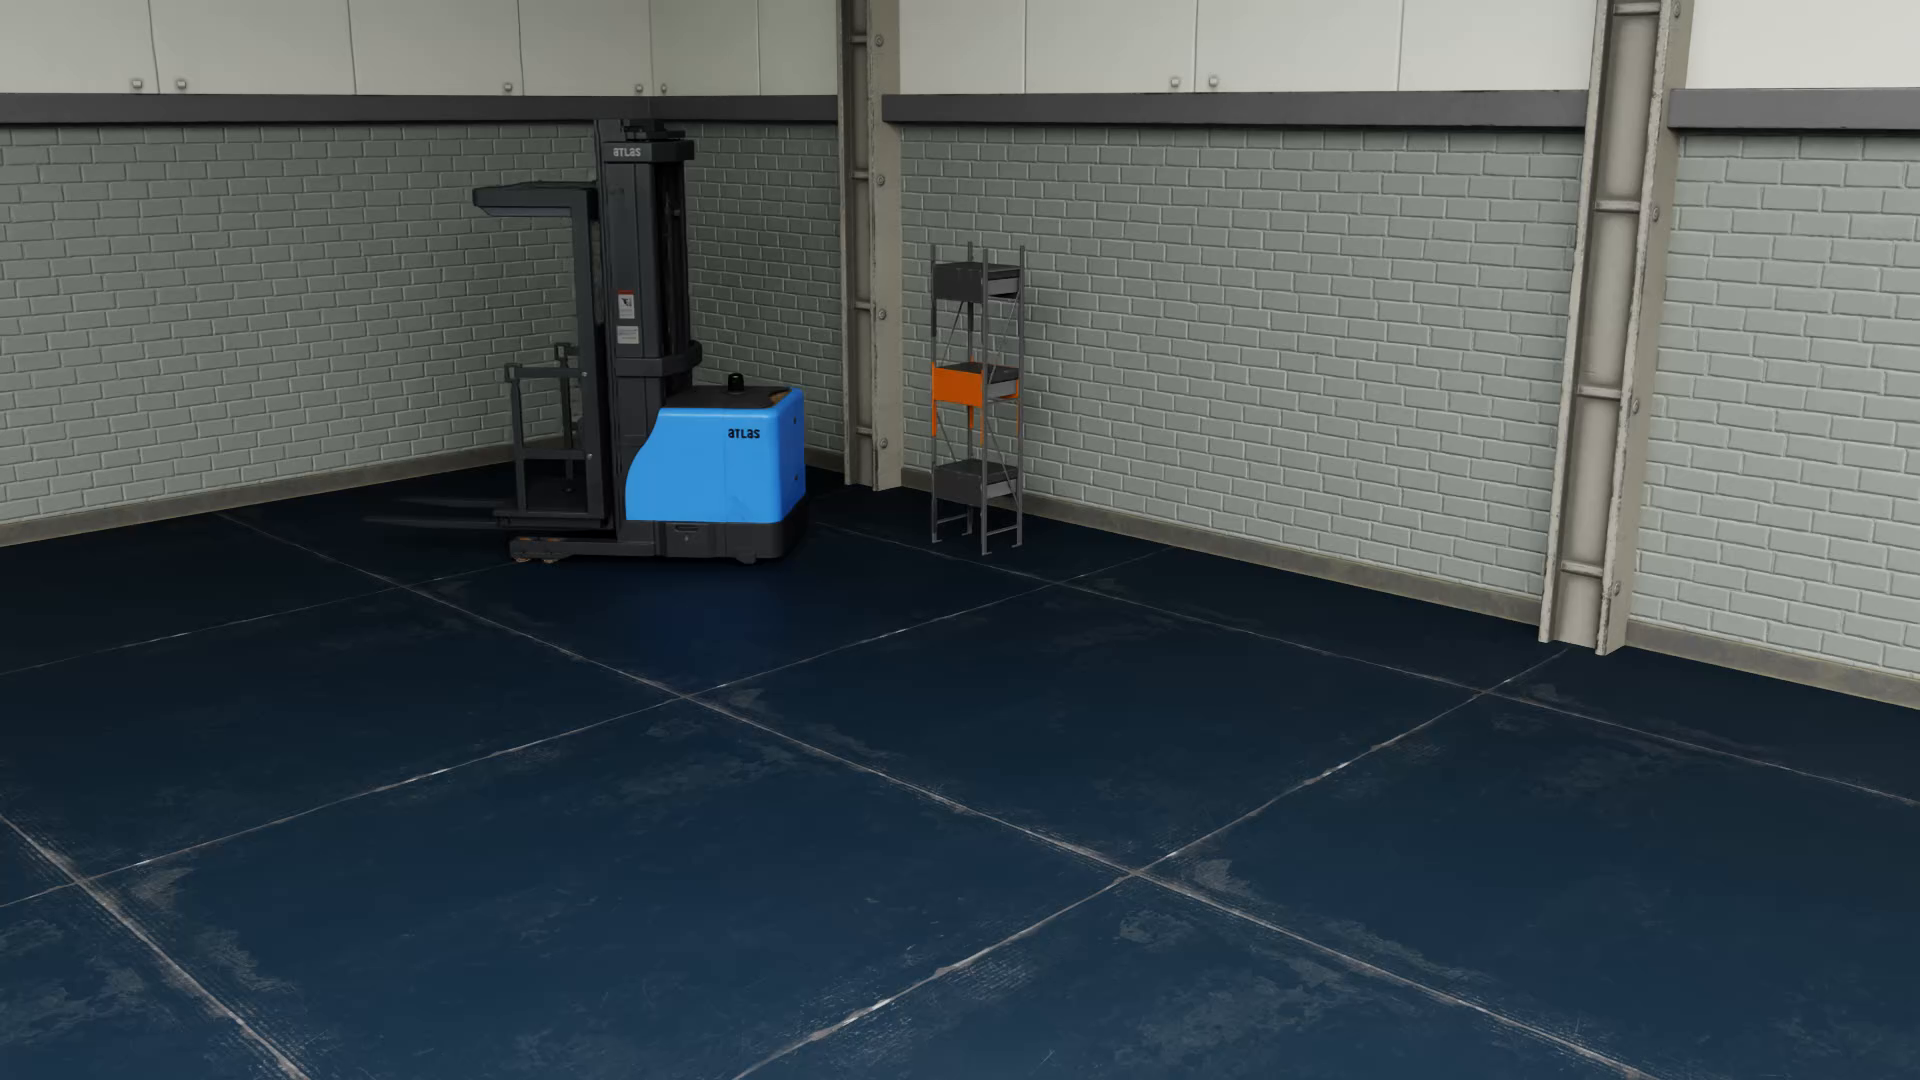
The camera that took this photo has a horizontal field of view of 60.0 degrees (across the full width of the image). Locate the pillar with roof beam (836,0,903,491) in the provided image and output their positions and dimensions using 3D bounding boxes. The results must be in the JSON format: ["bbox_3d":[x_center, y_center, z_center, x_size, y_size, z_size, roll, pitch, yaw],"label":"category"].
[{"bbox_3d":[-3.695,-4.030,9.552,0.400,9.000,9.100,14,20,42],"label":"pillar with roof beam"}]

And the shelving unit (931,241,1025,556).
[{"bbox_3d":[0.119,-0.987,11.556,0.503,2.100,0.431,14,20,42],"label":"shelving unit"}]

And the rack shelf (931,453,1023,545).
[{"bbox_3d":[0.119,-0.297,11.736,0.480,0.518,0.431,14,20,42],"label":"rack shelf"}]

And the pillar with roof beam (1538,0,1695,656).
[{"bbox_3d":[0.624,-2.980,5.522,0.400,9.000,9.100,14,20,42],"label":"pillar with roof beam"}]

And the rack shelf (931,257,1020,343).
[{"bbox_3d":[0.119,-1.651,11.383,0.480,0.518,0.431,14,20,42],"label":"rack shelf"}]

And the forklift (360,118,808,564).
[{"bbox_3d":[-2.651,-1.392,11.461,3.031,2.935,1.130,1,15,5],"label":"forklift"}]

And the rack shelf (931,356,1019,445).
[{"bbox_3d":[0.119,-0.974,11.560,0.480,0.518,0.431,14,20,42],"label":"rack shelf"}]

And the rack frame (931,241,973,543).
[{"bbox_3d":[-0.057,-1.030,11.720,0.015,2.100,0.400,14,20,42],"label":"rack frame"}]

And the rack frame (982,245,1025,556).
[{"bbox_3d":[0.295,-0.944,11.392,0.015,2.100,0.400,14,20,42],"label":"rack frame"}]
